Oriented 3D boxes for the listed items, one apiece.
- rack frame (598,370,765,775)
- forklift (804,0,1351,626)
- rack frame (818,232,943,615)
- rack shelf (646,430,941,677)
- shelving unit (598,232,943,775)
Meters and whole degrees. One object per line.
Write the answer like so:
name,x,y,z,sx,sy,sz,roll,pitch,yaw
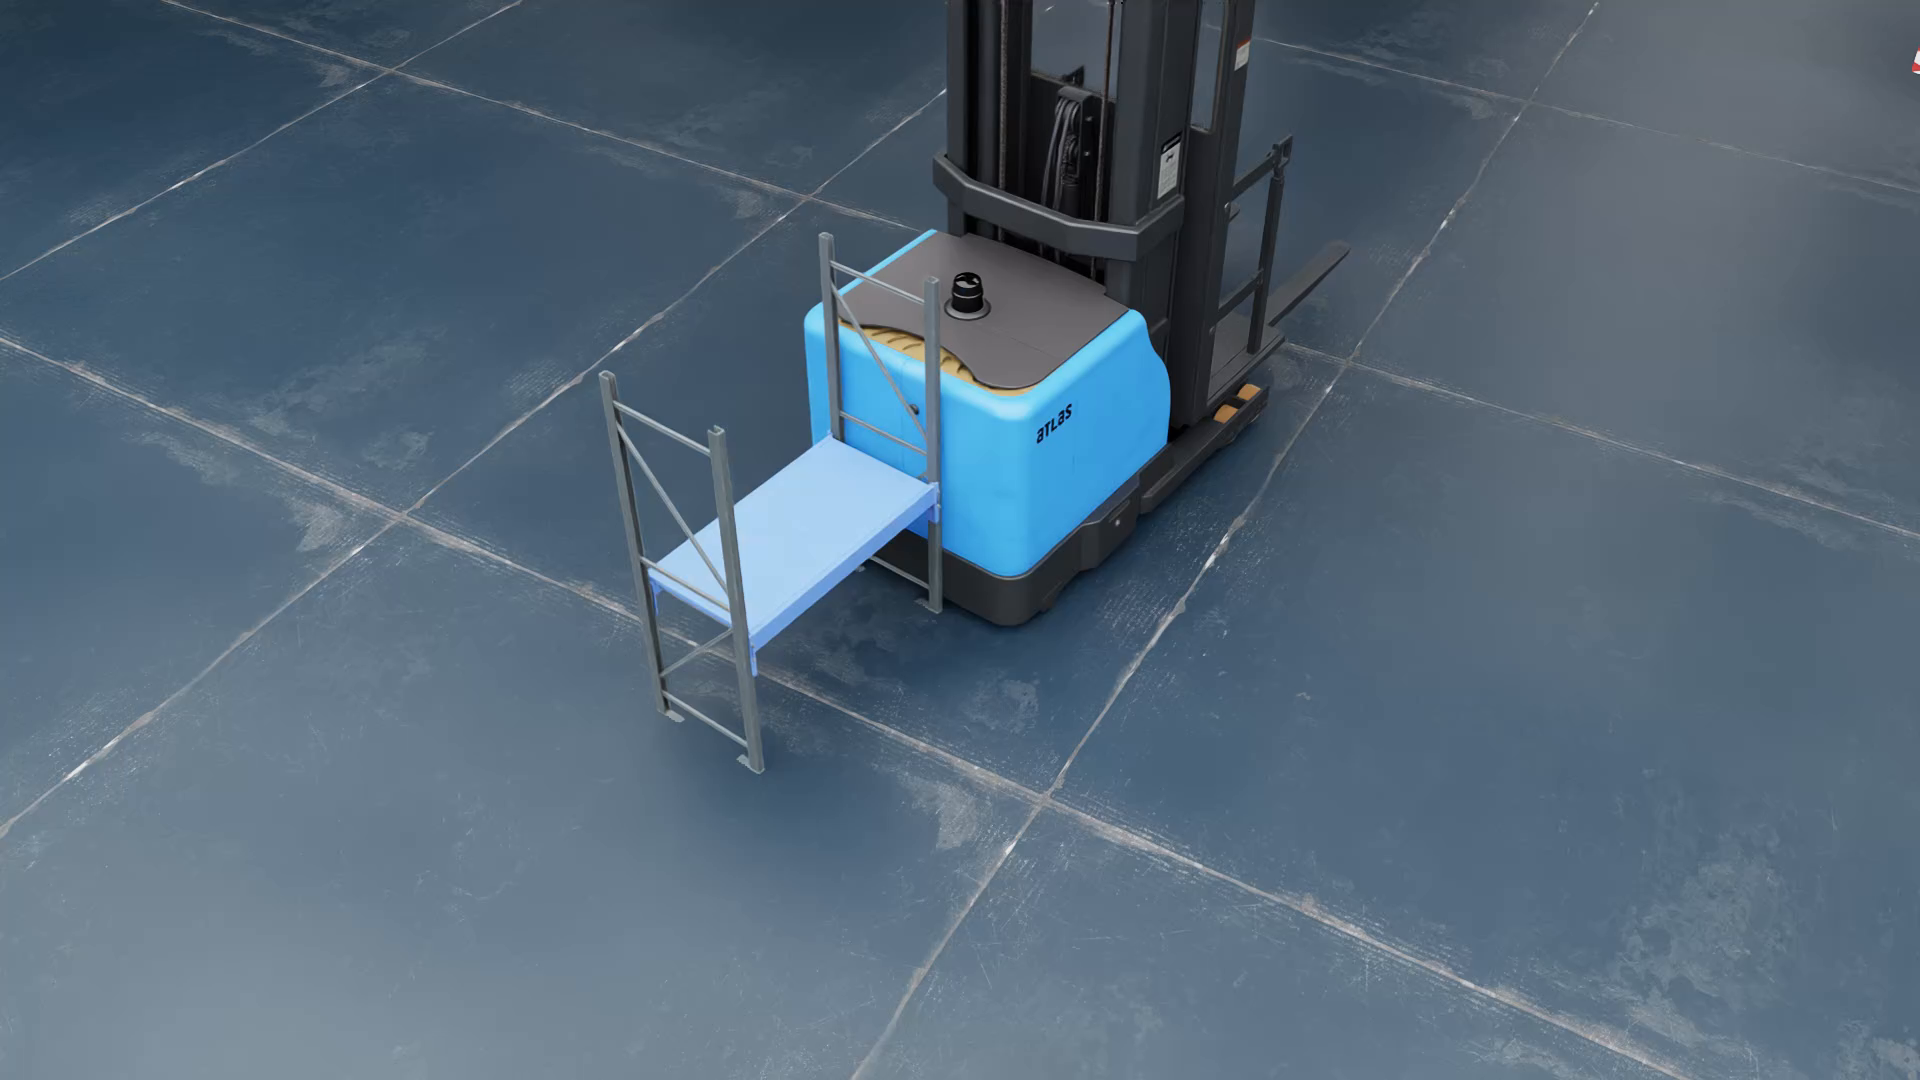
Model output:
rack frame,-0.892,0.152,5.443,0.500,1.500,0.032,27,48,27
forklift,0.704,-1.698,6.461,1.130,2.935,3.031,27,48,27
rack frame,-0.275,-0.382,6.049,0.500,1.500,0.032,27,48,27
rack shelf,-0.583,0.020,5.865,0.538,0.185,1.000,27,48,27
shelving unit,-0.583,-0.115,5.746,0.538,1.500,1.048,27,48,27
